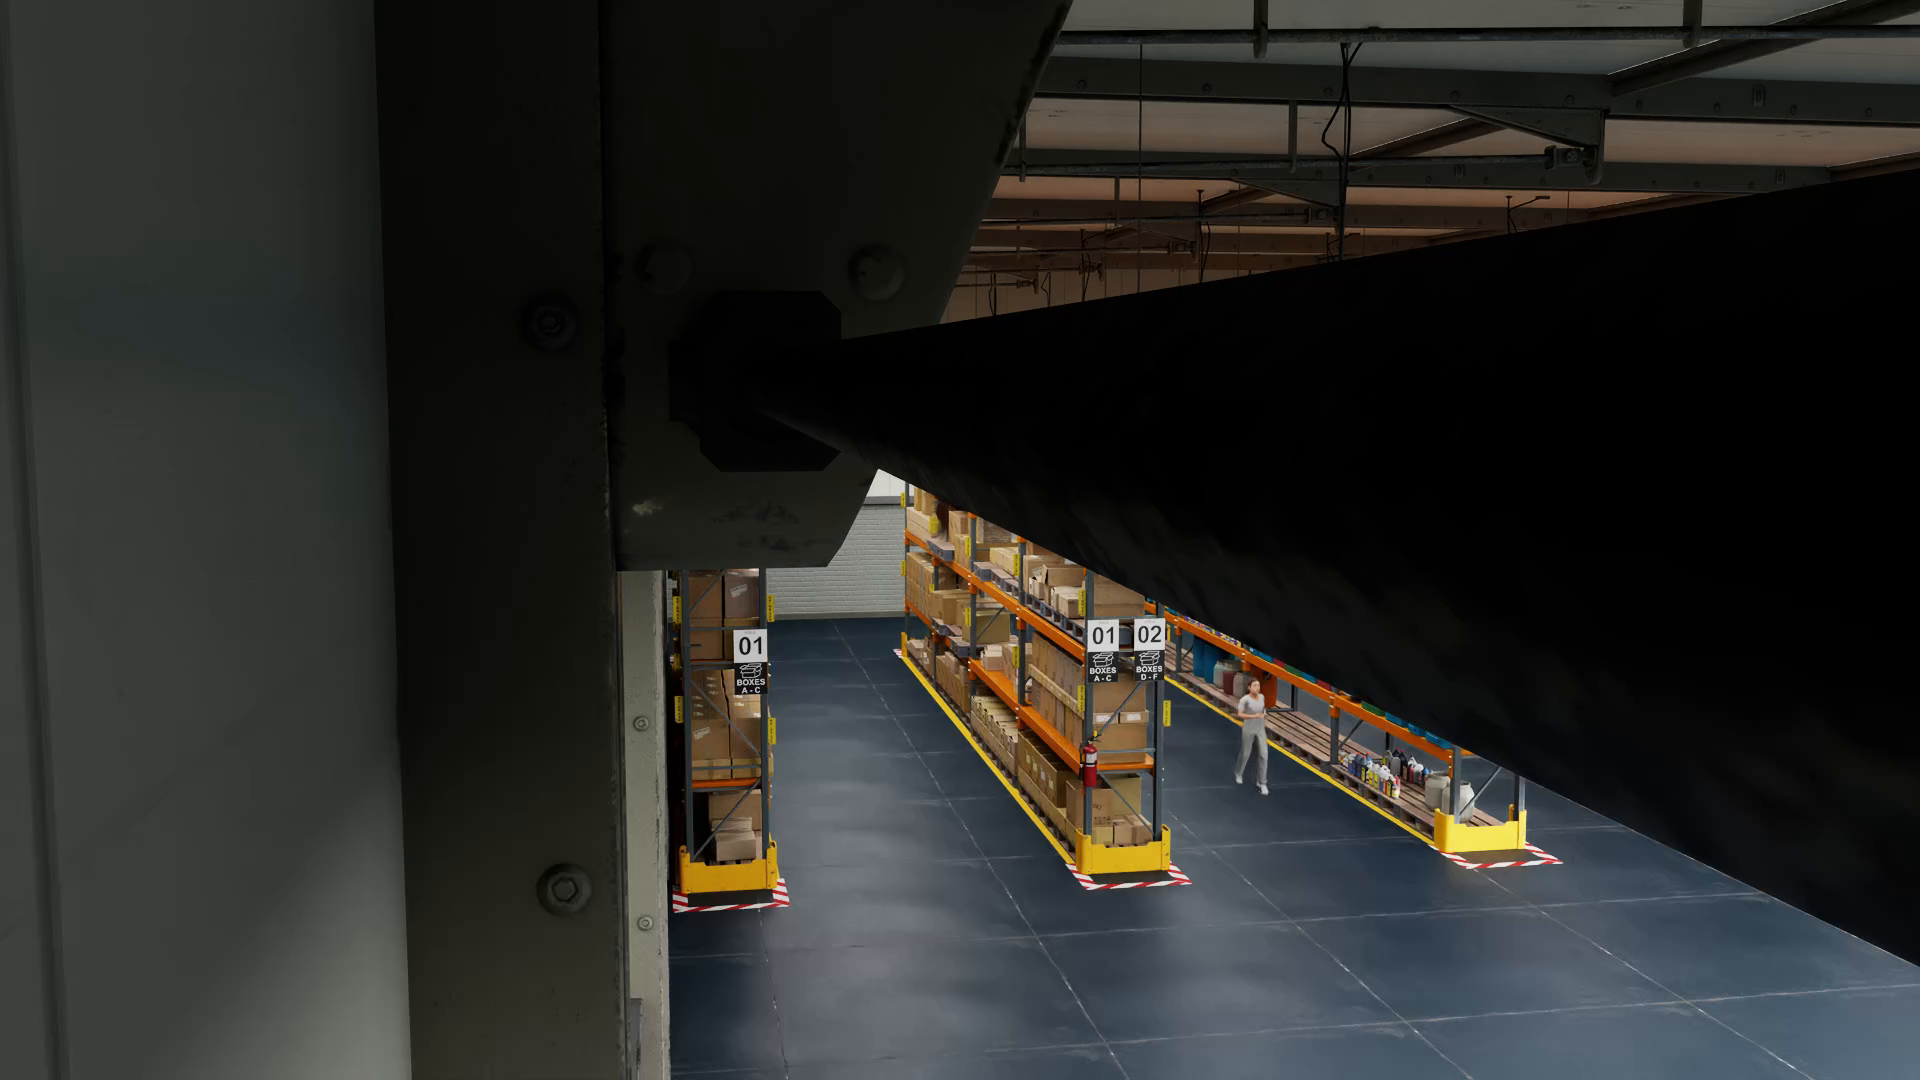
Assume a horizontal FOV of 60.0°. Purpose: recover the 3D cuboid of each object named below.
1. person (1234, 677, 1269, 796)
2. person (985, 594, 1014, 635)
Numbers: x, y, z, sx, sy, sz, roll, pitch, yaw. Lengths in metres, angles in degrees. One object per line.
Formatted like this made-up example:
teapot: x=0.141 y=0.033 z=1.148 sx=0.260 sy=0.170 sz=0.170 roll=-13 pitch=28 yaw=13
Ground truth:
person: x=4.371 y=2.902 z=24.948 sx=0.566 sy=1.721 sz=0.831 roll=-2 pitch=6 yaw=-17
person: x=0.925 y=1.620 z=37.124 sx=0.657 sy=1.780 sz=0.715 roll=4 pitch=7 yaw=37
